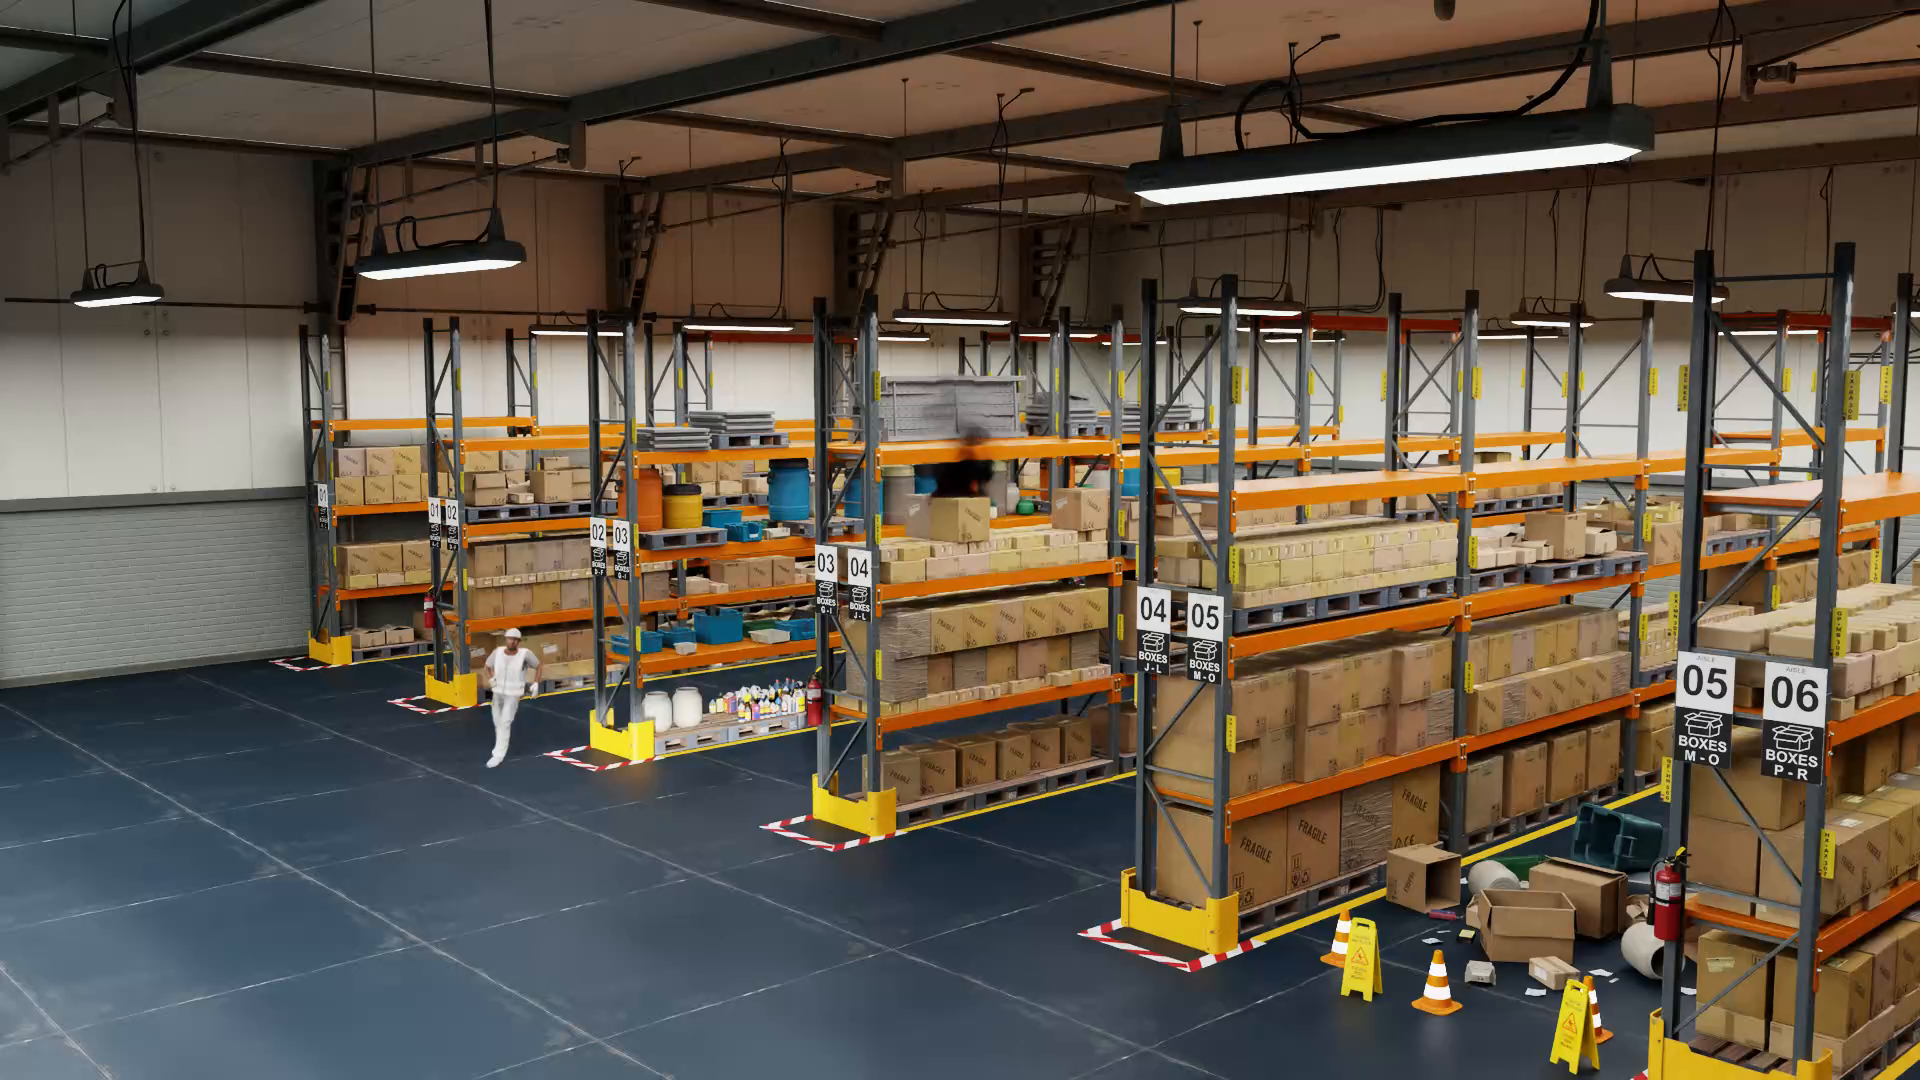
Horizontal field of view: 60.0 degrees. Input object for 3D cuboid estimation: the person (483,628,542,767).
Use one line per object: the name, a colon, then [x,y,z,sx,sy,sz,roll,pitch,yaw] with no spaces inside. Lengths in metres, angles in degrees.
person: [-5.956,2.050,22.027,0.748,1.772,0.895,0,6,5]
